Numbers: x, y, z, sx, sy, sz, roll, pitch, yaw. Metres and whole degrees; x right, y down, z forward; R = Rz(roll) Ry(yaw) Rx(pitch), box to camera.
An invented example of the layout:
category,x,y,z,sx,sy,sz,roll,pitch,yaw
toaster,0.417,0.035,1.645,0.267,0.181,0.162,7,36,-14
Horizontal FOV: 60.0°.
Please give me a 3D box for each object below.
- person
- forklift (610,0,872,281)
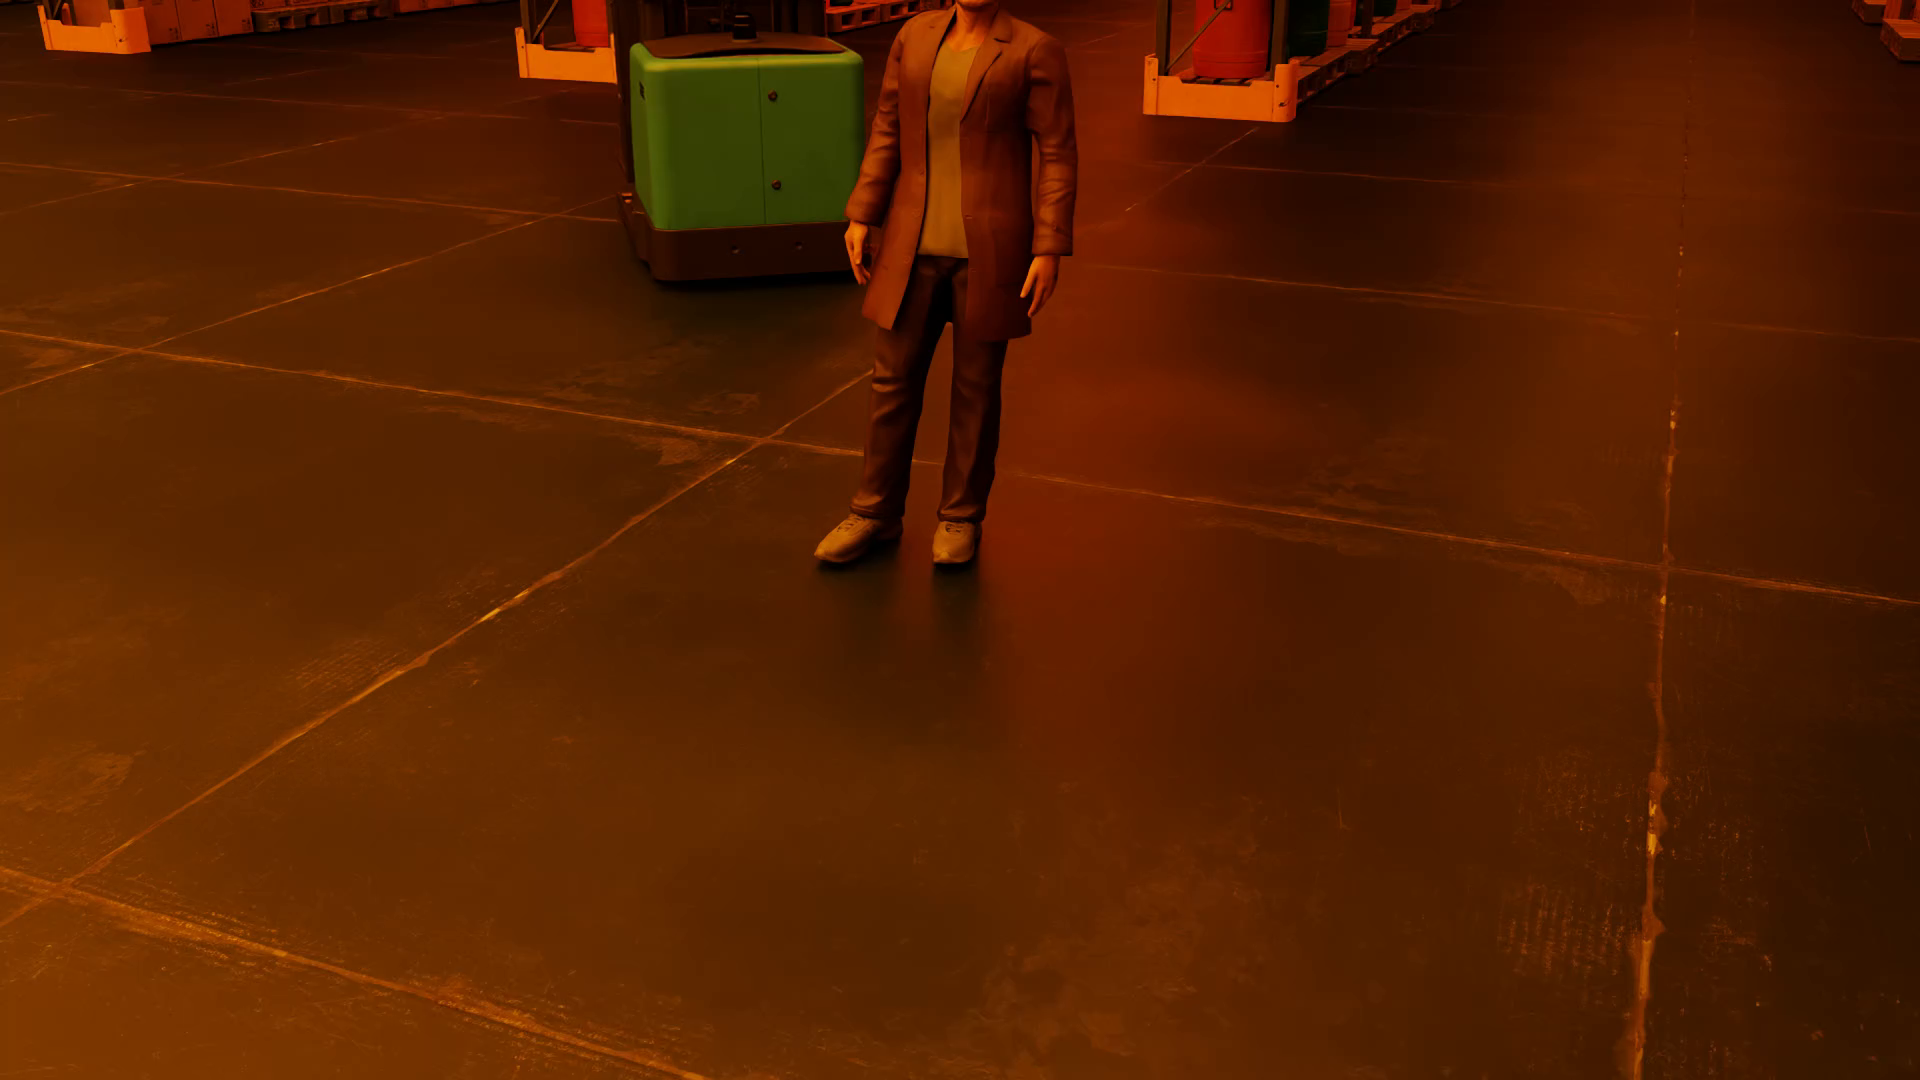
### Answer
category,x,y,z,sx,sy,sz,roll,pitch,yaw
person,-0.039,-0.795,4.670,0.698,1.777,0.579,9,24,21
forklift,-1.312,-3.108,8.728,1.130,2.935,3.031,-6,23,-14
